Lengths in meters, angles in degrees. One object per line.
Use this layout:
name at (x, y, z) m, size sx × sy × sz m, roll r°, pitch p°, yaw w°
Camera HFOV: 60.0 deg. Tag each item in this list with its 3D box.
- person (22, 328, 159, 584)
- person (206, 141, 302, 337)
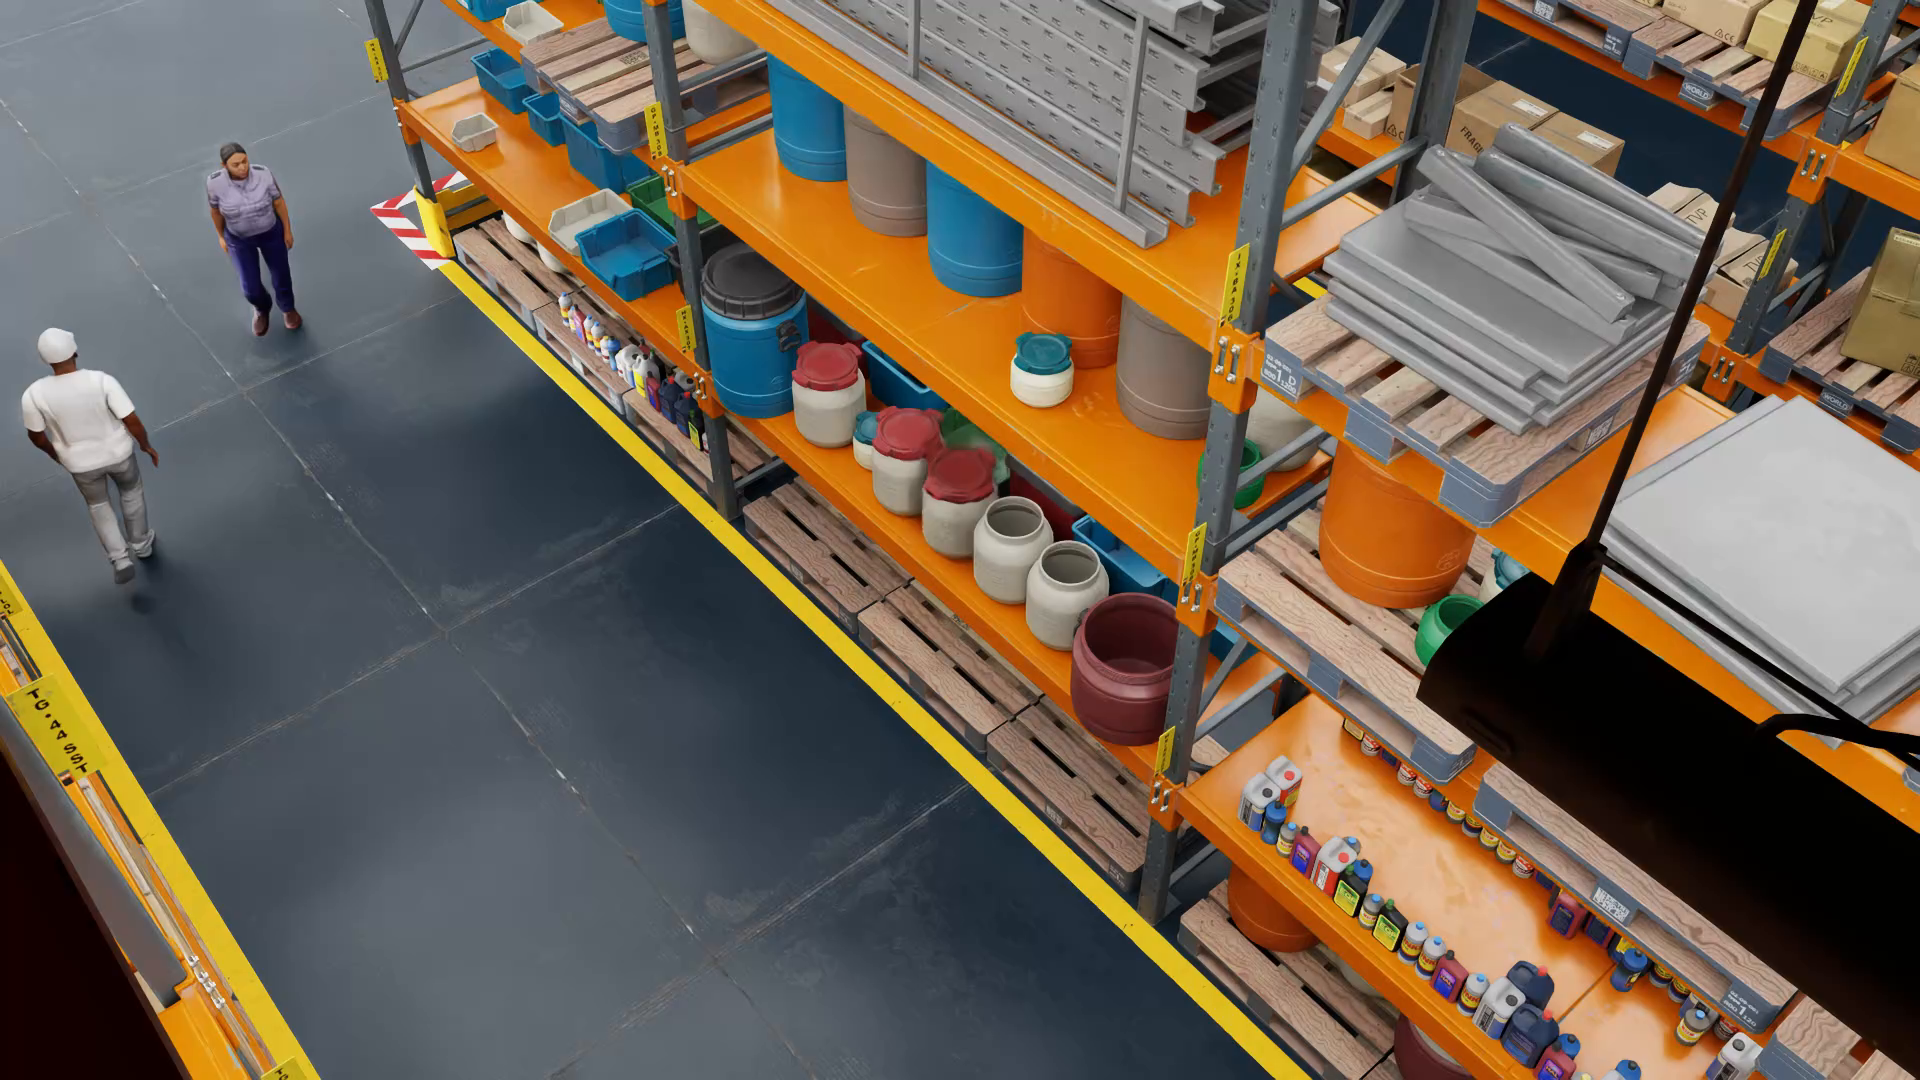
person at (-5.296, -0.481, 10.251) m, size 0.630 × 1.732 × 0.717 m, roll -18°, pitch 49°, yaw -16°
person at (-5.030, -2.159, 11.901) m, size 0.527 × 1.619 × 0.485 m, roll -21°, pitch 50°, yaw -19°
